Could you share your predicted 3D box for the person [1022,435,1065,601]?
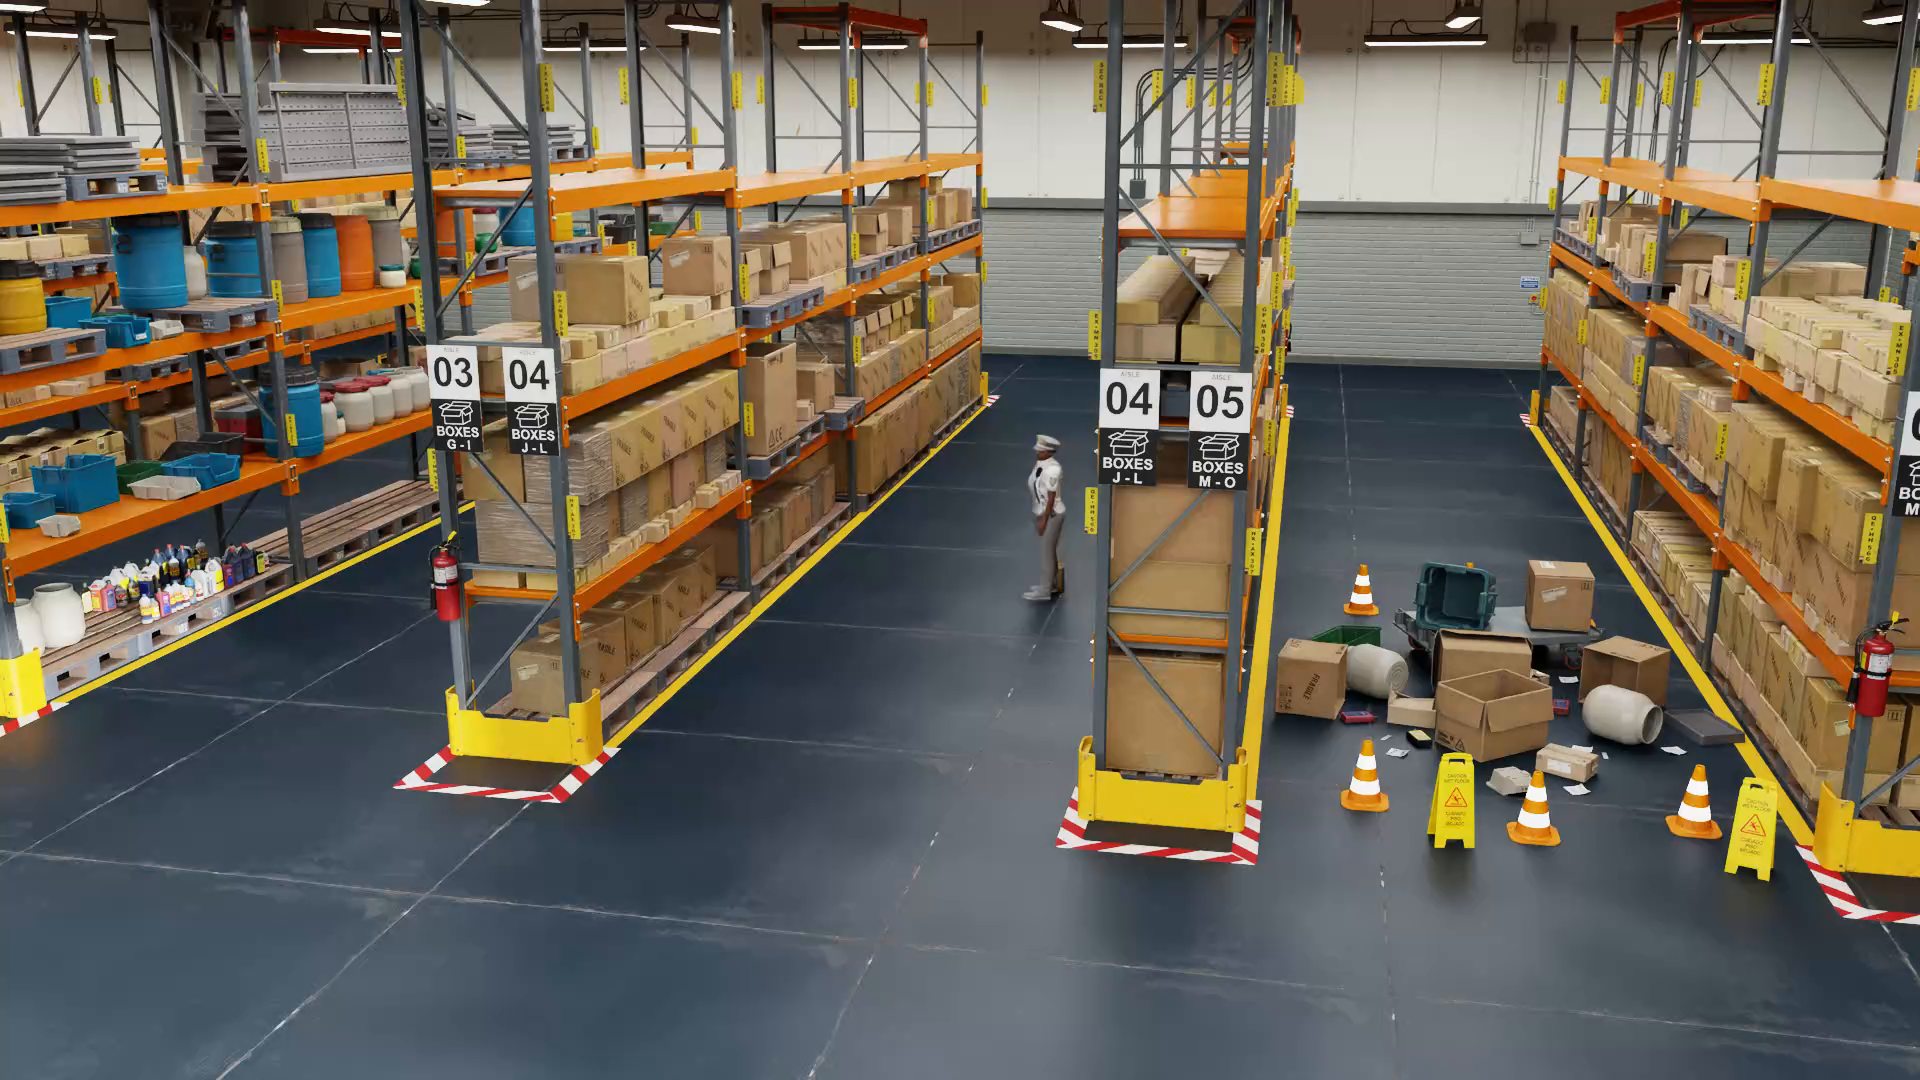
[{"bbox_3d":[0.818,-0.232,16.766,0.445,1.686,0.514,-3,15,-12],"label":"person"}]
